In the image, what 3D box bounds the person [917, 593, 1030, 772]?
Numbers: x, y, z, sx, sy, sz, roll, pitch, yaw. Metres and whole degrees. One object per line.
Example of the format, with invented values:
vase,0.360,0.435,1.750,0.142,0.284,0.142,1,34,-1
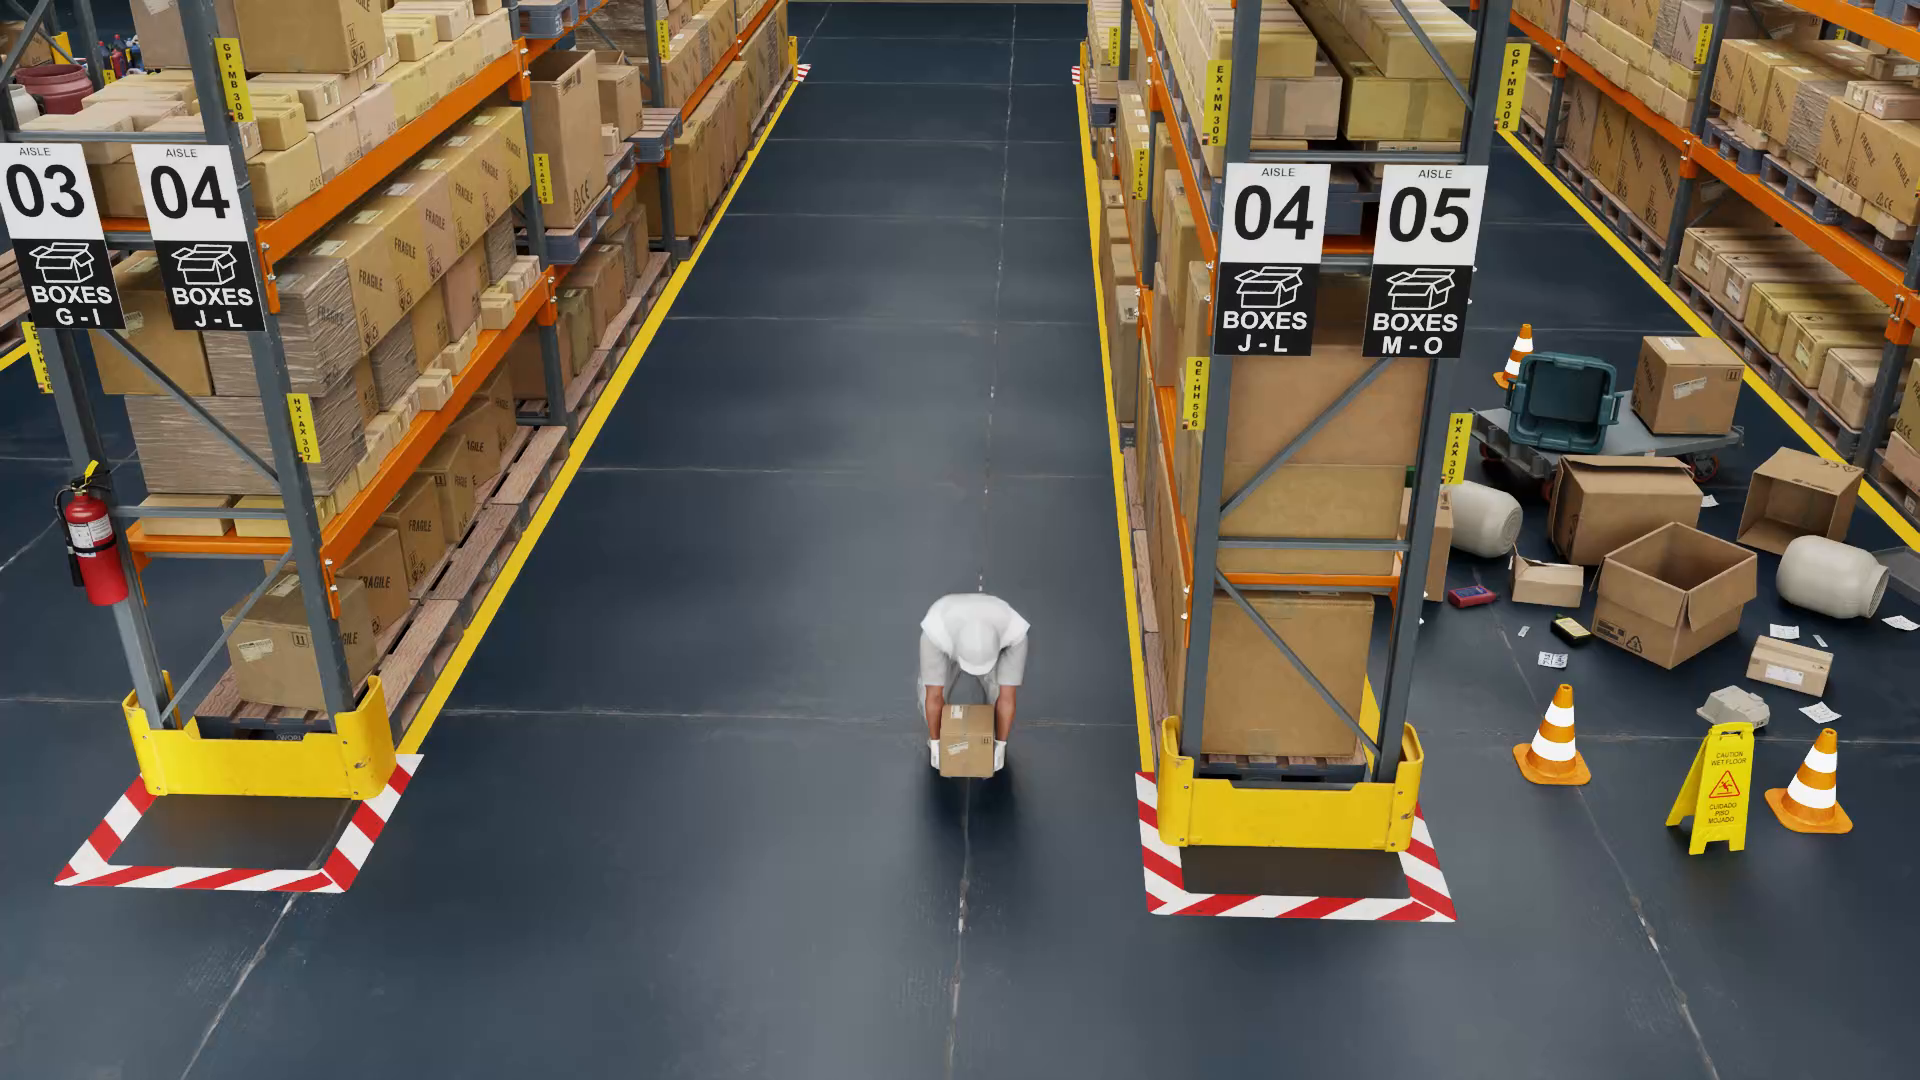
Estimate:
person,0.061,0.653,8.206,0.555,1.001,0.926,0,28,0
